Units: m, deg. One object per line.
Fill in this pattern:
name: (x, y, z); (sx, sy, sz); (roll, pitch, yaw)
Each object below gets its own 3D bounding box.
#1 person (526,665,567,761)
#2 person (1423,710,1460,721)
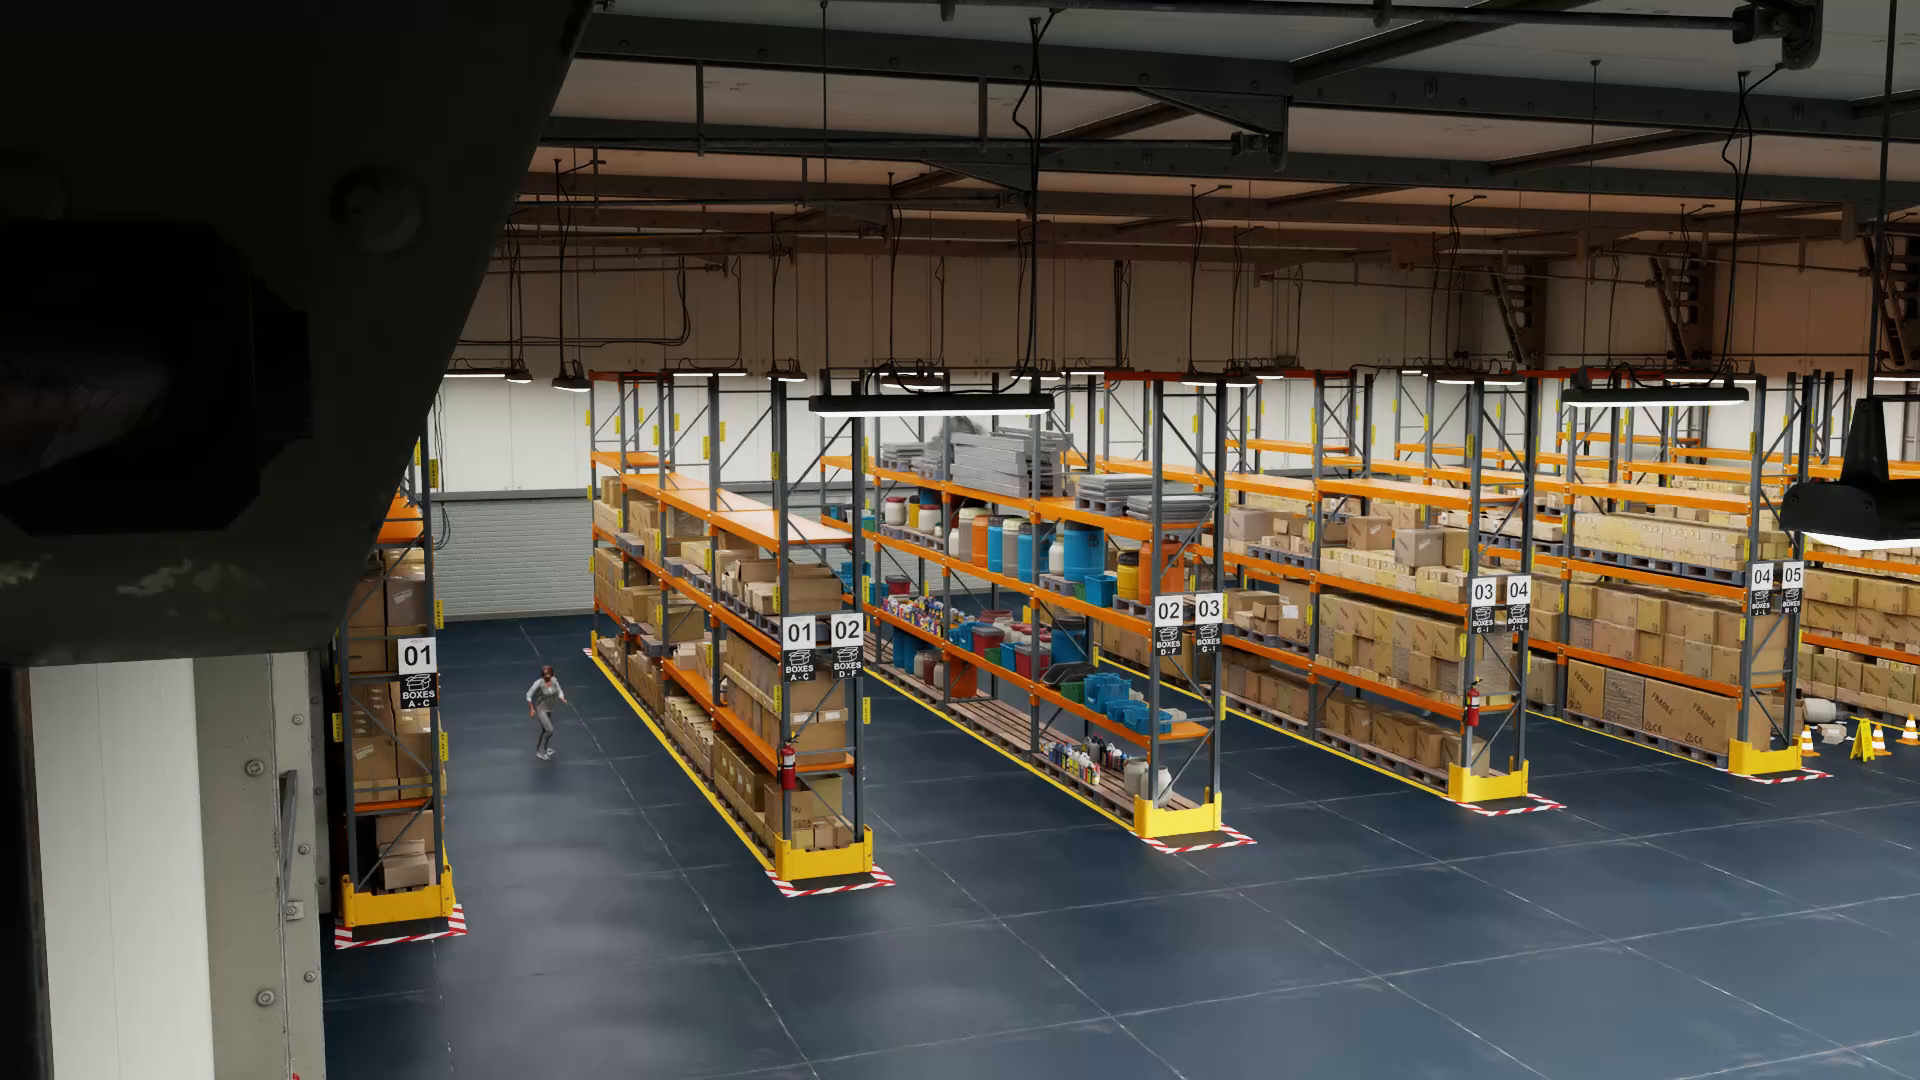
person: (-6.451, 2.700, 26.055); (0.779, 1.556, 0.555); (3, 7, 29)
person: (8.520, 2.334, 28.954); (0.750, 1.635, 0.805); (-1, 6, -5)
